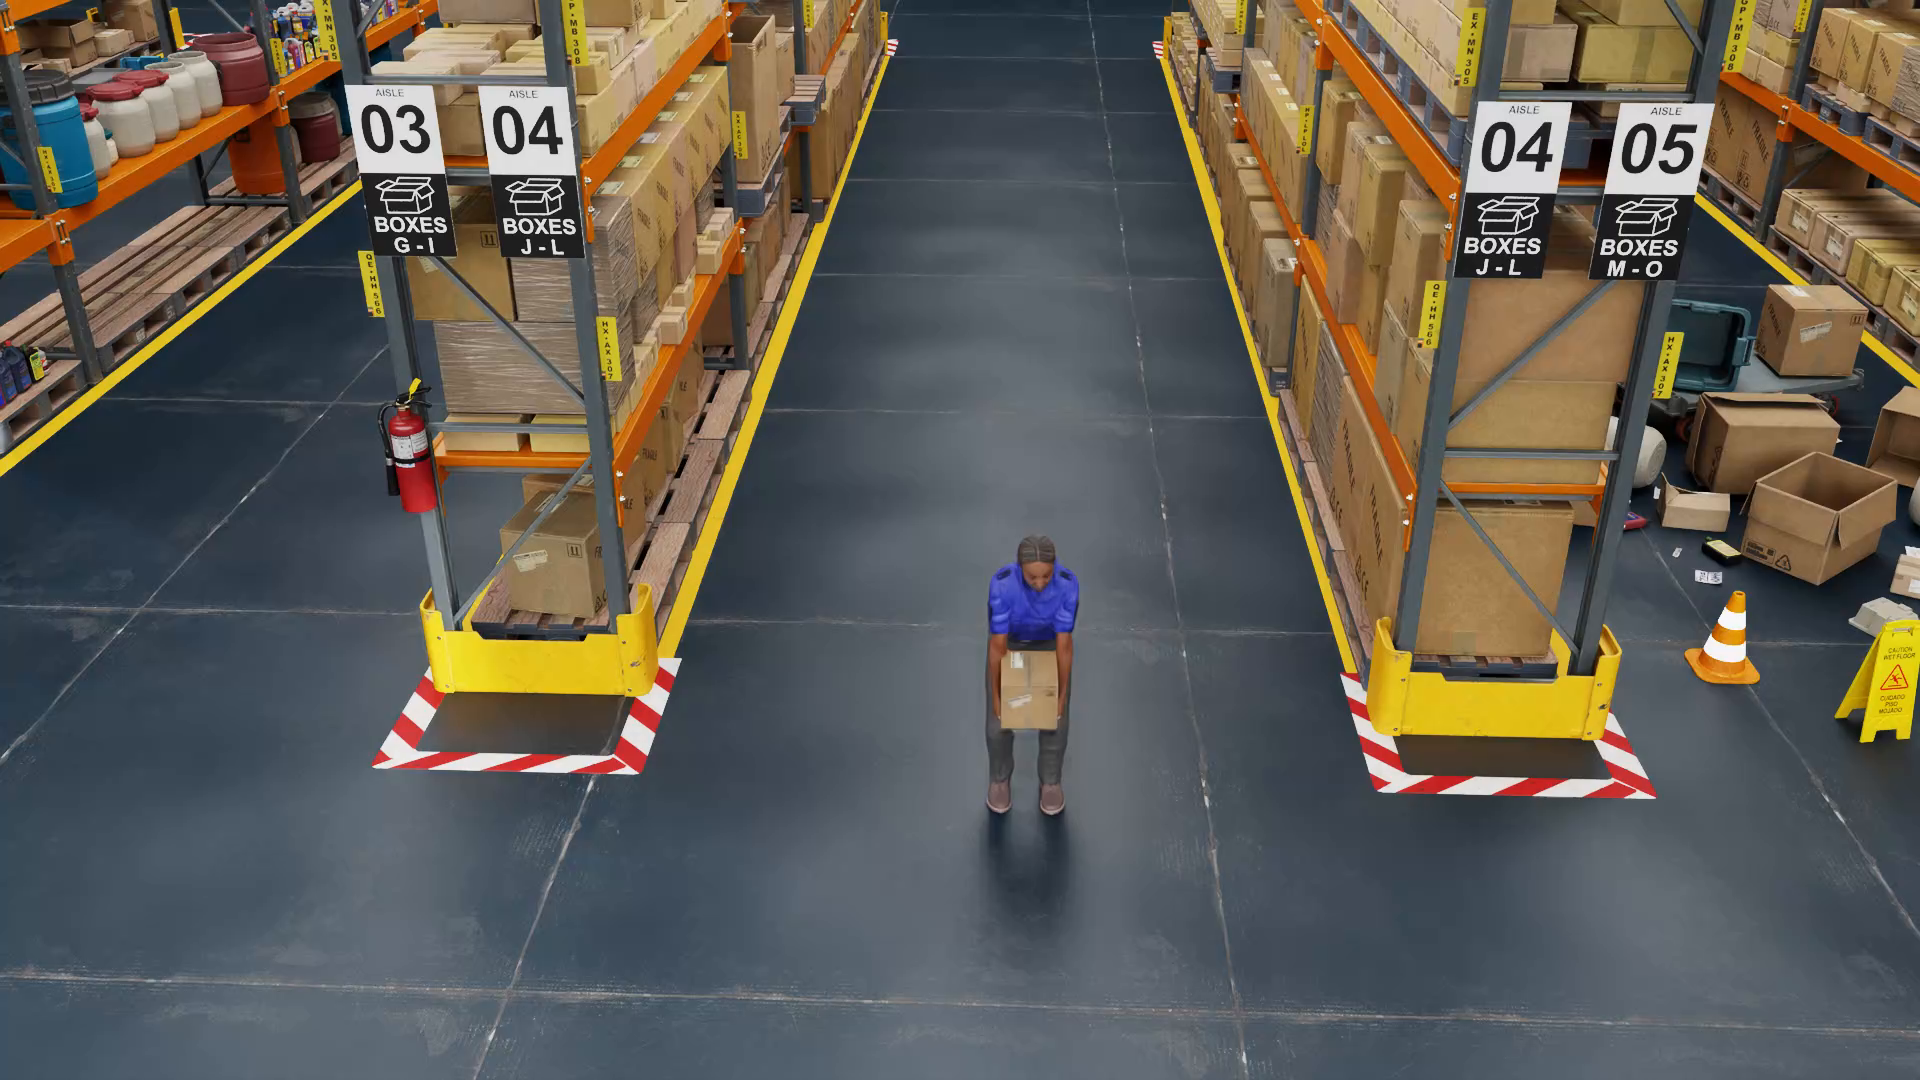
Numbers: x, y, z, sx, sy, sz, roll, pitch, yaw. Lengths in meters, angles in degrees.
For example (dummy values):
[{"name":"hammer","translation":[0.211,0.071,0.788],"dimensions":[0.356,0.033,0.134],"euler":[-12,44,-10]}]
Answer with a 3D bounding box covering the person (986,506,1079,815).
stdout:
[{"name":"person","translation":[0.326,0.561,7.611],"dimensions":[0.412,1.637,0.537],"euler":[1,28,1]}]
